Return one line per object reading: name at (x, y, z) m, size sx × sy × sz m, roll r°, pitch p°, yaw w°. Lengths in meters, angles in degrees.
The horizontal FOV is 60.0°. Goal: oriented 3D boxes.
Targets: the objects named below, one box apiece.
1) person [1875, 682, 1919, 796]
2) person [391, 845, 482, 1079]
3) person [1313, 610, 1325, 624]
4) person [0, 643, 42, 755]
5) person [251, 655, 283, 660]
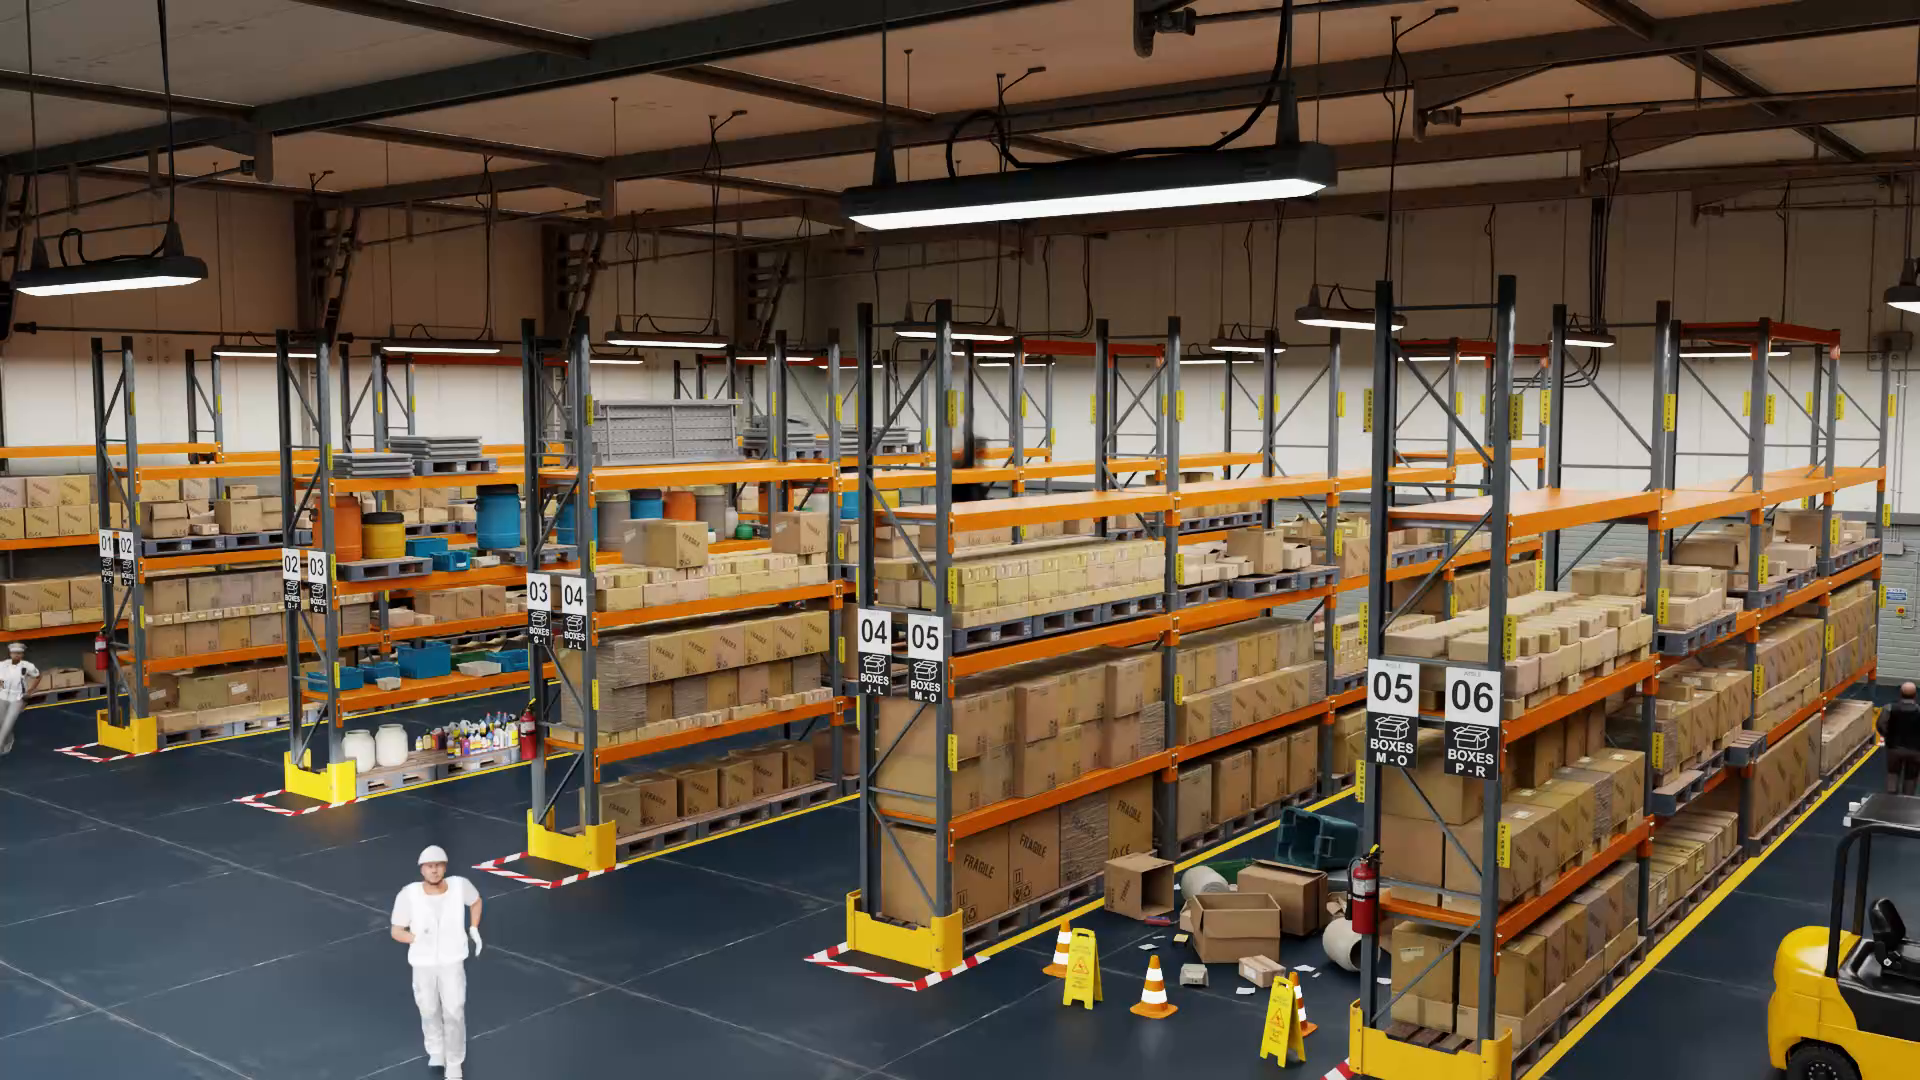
person at (11.583, 2.559, 20.339) m, size 0.617 × 1.673 × 0.604 m, roll 3°, pitch 6°, yaw 33°
person at (-3.920, 3.193, 12.481) m, size 0.645 × 1.825 × 0.737 m, roll -1°, pitch 5°, yaw -15°
person at (5.688, 1.993, 26.433) m, size 0.681 × 1.787 × 0.783 m, roll 5°, pitch 7°, yaw 42°
person at (-13.417, 2.281, 23.604) m, size 0.617 × 1.686 × 0.873 m, roll -1°, pitch 5°, yaw -10°
person at (-11.678, 1.842, 28.094) m, size 0.666 × 1.820 × 0.888 m, roll 2°, pitch 5°, yaw 20°
